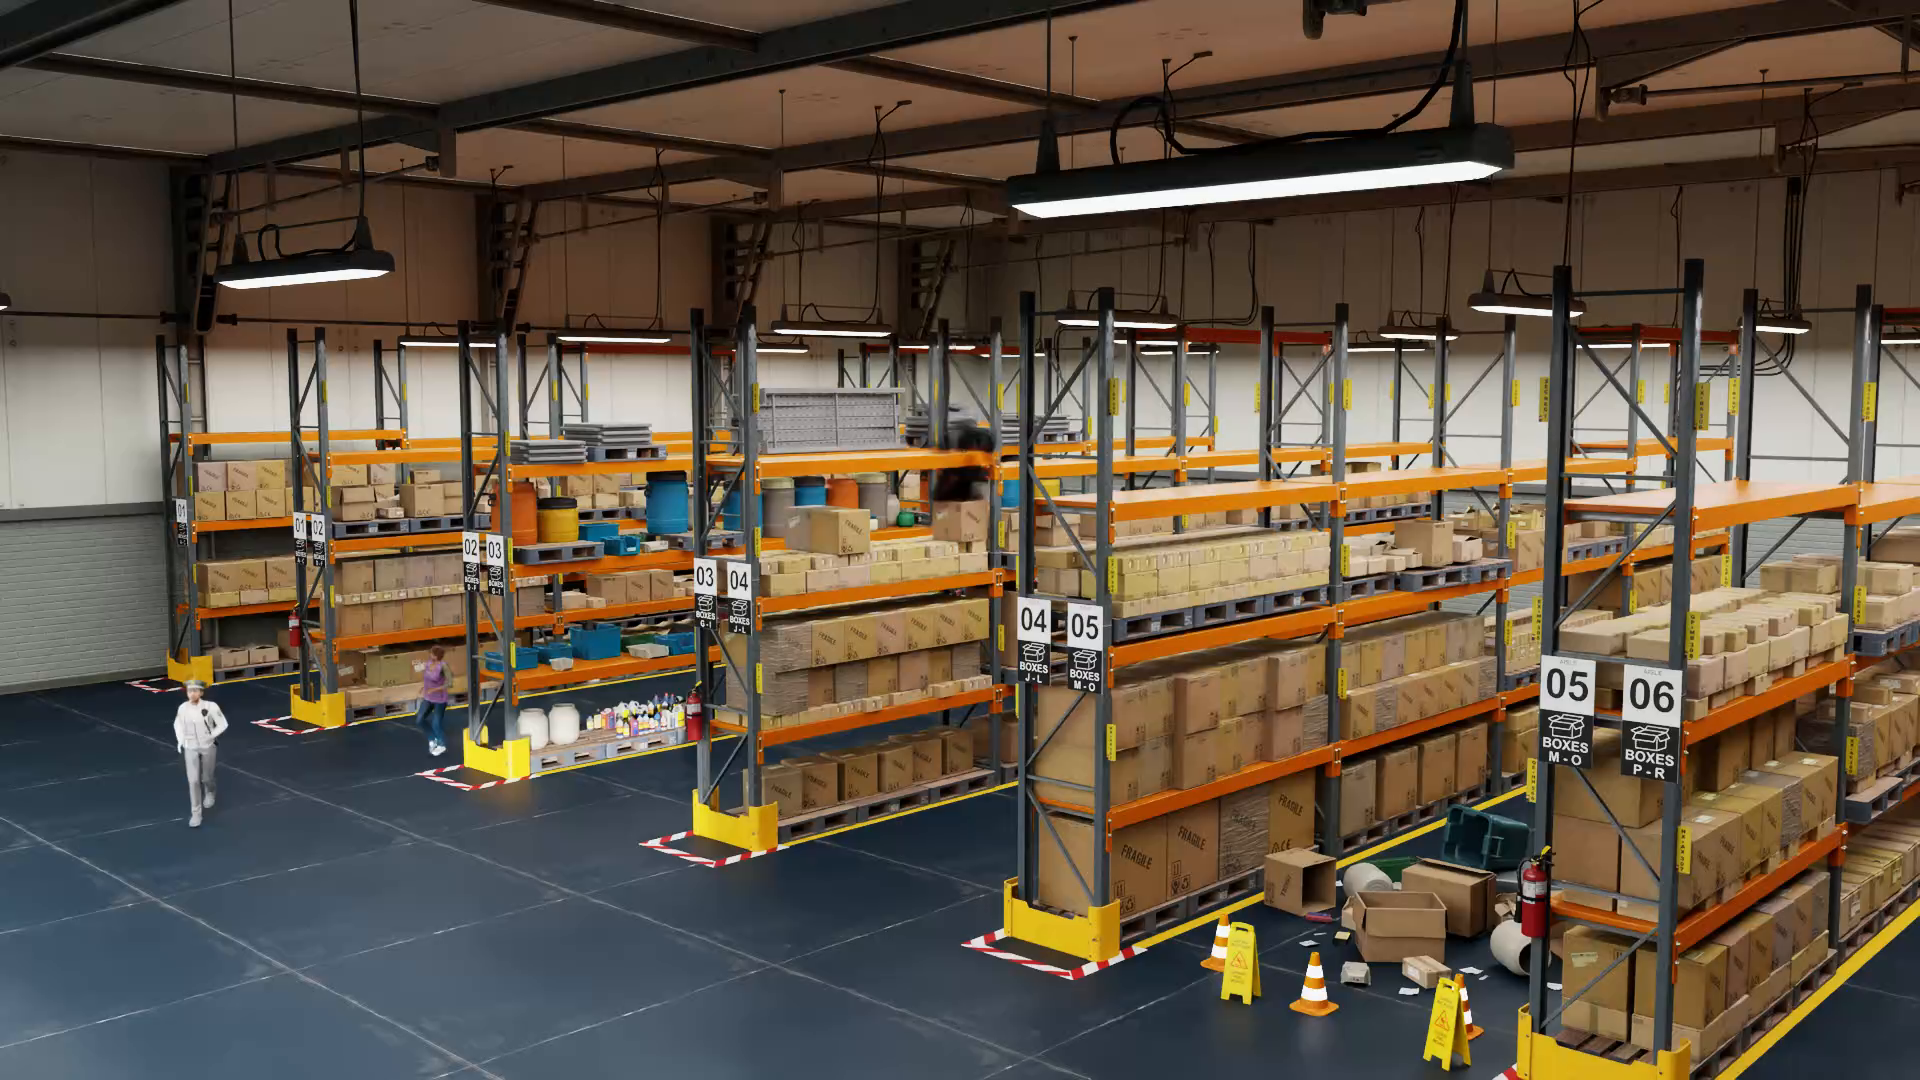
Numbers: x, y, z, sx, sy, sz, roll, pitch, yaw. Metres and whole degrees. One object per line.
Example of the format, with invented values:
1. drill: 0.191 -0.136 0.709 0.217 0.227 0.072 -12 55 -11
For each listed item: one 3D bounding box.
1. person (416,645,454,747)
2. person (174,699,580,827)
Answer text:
1. person: 3.434 1.217 22.592 20.177 3.451 9.057 3 6 25
2. person: -7.213 2.425 21.272 4.807 1.448 3.152 -1 6 -15
